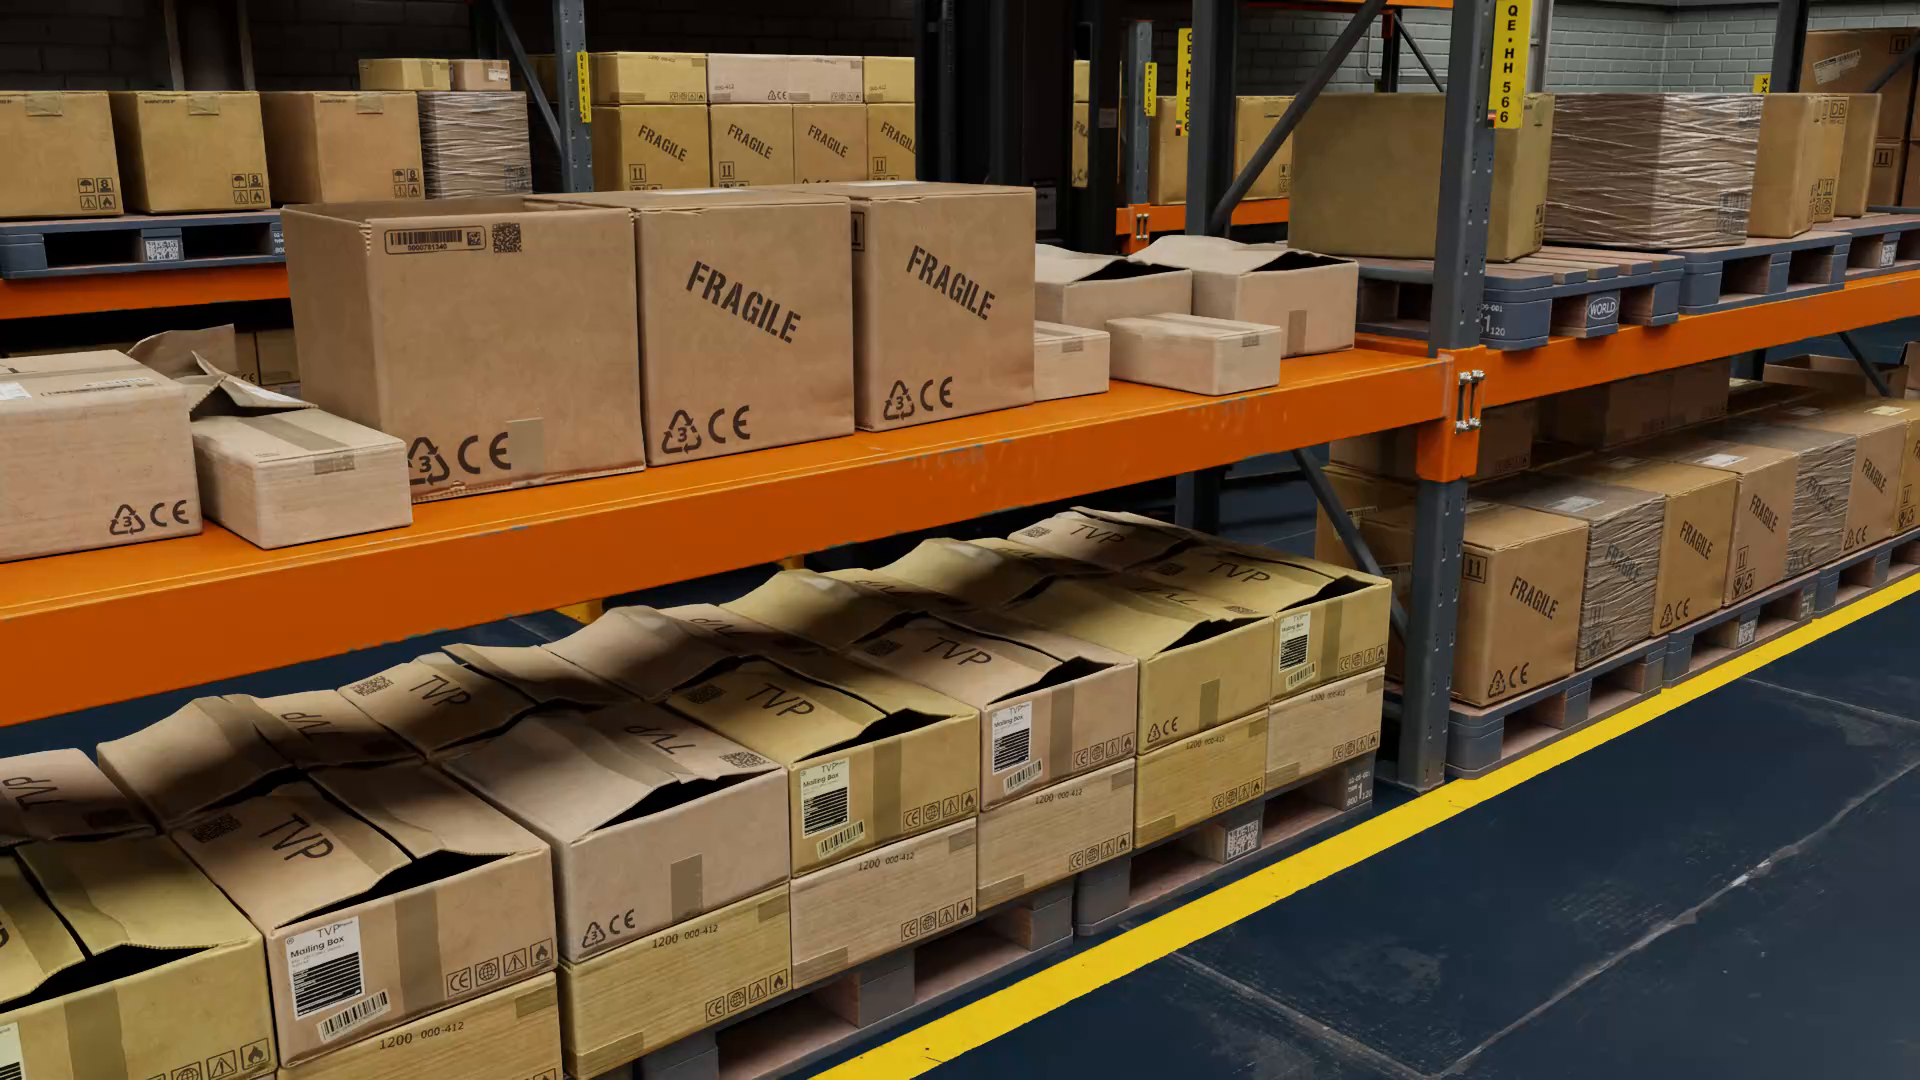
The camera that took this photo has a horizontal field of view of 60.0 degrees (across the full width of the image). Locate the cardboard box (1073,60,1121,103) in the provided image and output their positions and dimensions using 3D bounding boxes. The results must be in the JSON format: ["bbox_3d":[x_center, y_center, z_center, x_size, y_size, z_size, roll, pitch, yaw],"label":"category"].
[{"bbox_3d":[0.657,-2.876,10.441,0.500,0.250,0.500,-12,19,-38],"label":"cardboard box"}]

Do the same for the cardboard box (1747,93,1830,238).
[{"bbox_3d":[2.804,-1.417,6.234,0.700,0.500,0.500,10,18,33],"label":"cardboard box"}]

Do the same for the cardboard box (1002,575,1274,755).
[{"bbox_3d":[0.458,0.281,4.312,0.500,0.311,0.500,-13,20,-40],"label":"cardboard box"}]

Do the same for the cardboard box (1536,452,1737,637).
[{"bbox_3d":[2.383,0.001,5.926,0.500,0.500,0.500,-13,20,-40],"label":"cardboard box"}]

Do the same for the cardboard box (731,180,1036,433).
[{"bbox_3d":[-0.176,-0.560,3.840,0.500,0.500,0.500,-14,20,-42],"label":"cardboard box"}]

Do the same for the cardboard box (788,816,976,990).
[{"bbox_3d":[-0.312,0.723,3.744,0.500,0.250,0.500,-12,19,-38],"label":"cardboard box"}]

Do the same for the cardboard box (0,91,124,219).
[{"bbox_3d":[-3.884,-1.637,7.018,0.500,0.500,0.700,-10,18,-32],"label":"cardboard box"}]

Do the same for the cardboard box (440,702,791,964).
[{"bbox_3d":[-0.693,0.540,3.344,0.500,0.311,0.500,-14,20,-41],"label":"cardboard box"}]

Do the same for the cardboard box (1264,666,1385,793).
[{"bbox_3d":[0.842,0.463,4.719,0.500,0.250,0.500,-12,19,-38],"label":"cardboard box"}]

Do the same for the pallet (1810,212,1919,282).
[{"bbox_3d":[3.422,-1.270,7.064,1.213,0.211,1.003,-13,19,-39],"label":"pallet"}]

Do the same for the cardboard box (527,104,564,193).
[{"bbox_3d":[-1.992,-2.096,8.975,0.500,0.500,0.500,-12,19,-39],"label":"cardboard box"}]

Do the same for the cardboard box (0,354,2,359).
[{"bbox_3d":[-4.319,-0.656,6.930,0.500,0.250,0.500,-13,20,-41],"label":"cardboard box"}]

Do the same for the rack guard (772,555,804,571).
[{"bbox_3d":[-0.895,-0.024,7.357,0.087,0.250,0.587,-13,20,-41],"label":"rack guard"}]

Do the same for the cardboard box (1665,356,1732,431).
[{"bbox_3d":[2.817,-0.640,6.872,0.500,0.250,0.500,-13,19,-39],"label":"cardboard box"}]

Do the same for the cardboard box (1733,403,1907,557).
[{"bbox_3d":[3.534,-0.260,6.903,0.500,0.500,0.500,-13,19,-39],"label":"cardboard box"}]

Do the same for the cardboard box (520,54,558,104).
[{"bbox_3d":[-2.004,-2.454,8.863,0.500,0.250,0.500,-12,19,-38],"label":"cardboard box"}]

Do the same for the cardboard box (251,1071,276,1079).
[{"bbox_3d":[-1.472,0.984,2.768,0.500,0.250,0.500,-13,20,-41],"label":"cardboard box"}]

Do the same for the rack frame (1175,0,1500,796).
[{"bbox_3d":[1.079,-0.799,4.929,0.127,3.000,1.000,-13,19,-39],"label":"rack frame"}]

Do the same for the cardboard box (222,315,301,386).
[{"bbox_3d":[-3.156,-0.914,7.896,0.500,0.250,0.500,-12,19,-38],"label":"cardboard box"}]

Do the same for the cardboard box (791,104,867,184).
[{"bbox_3d":[-0.865,-2.168,9.244,0.500,0.500,0.500,-13,20,-40],"label":"cardboard box"}]

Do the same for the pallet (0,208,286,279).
[{"bbox_3d":[-3.642,-1.327,7.277,1.213,0.211,1.003,-13,19,-39],"label":"pallet"}]

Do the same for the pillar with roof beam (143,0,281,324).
[{"bbox_3d":[-0.898,-3.771,4.432,0.400,9.000,9.100,-13,19,-39],"label":"pillar with roof beam"}]

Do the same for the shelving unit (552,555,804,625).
[{"bbox_3d":[-1.261,-0.541,6.870,1.083,1.500,0.587,-13,20,-41],"label":"shelving unit"}]

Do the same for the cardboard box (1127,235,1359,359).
[{"bbox_3d":[0.776,-0.703,4.742,0.500,0.311,0.500,-11,19,-36],"label":"cardboard box"}]

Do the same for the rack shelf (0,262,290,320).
[{"bbox_3d":[-3.684,-1.077,7.362,4.000,0.370,1.077,-13,19,-39],"label":"rack shelf"}]

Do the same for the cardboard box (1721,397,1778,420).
[{"bbox_3d":[3.176,-0.355,7.256,0.500,0.500,0.500,-12,19,-39],"label":"cardboard box"}]

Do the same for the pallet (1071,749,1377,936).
[{"bbox_3d":[0.432,0.680,4.796,1.213,0.211,1.003,-13,19,-39],"label":"pallet"}]

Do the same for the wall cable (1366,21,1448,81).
[{"bbox_3d":[4.204,-4.010,14.981,1.851,1.984,0.084,-13,19,-39],"label":"wall cable"}]

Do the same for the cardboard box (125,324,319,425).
[{"bbox_3d":[-1.396,-0.241,3.101,0.258,0.266,0.396,-13,20,-41],"label":"cardboard box"}]

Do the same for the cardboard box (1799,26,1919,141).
[{"bbox_3d":[4.308,-2.144,7.834,0.500,0.500,0.500,-13,19,-39],"label":"cardboard box"}]

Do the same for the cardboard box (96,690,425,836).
[{"bbox_3d":[-1.433,0.519,3.421,0.500,0.311,0.500,-12,19,-38],"label":"cardboard box"}]

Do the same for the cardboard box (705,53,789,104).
[{"bbox_3d":[-1.259,-2.445,8.828,0.500,0.250,0.500,-13,20,-40],"label":"cardboard box"}]

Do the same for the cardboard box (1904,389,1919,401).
[{"bbox_3d":[4.906,-0.669,8.800,0.500,0.311,0.500,-13,19,-39],"label":"cardboard box"}]

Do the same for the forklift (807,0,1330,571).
[{"bbox_3d":[0.606,-1.499,7.684,3.031,2.935,1.130,-7,17,-26],"label":"forklift"}]

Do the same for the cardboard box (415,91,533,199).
[{"bbox_3d":[-2.524,-1.942,8.162,0.700,0.500,0.500,13,20,40],"label":"cardboard box"}]

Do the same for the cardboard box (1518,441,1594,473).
[{"bbox_3d":[2.021,-0.096,6.287,0.500,0.500,0.500,-14,20,-41],"label":"cardboard box"}]

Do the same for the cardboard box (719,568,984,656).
[{"bbox_3d":[-0.286,0.264,4.378,0.500,0.311,0.500,-13,20,-41],"label":"cardboard box"}]

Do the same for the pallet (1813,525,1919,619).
[{"bbox_3d":[3.508,0.016,7.283,1.213,0.211,1.003,-13,19,-39],"label":"pallet"}]

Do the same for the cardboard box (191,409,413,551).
[{"bbox_3d":[-1.136,-0.110,2.838,0.250,0.149,0.380,-13,19,-39],"label":"cardboard box"}]

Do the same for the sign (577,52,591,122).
[{"bbox_3d":[-1.812,-2.180,8.009,0.005,0.325,0.100,-13,19,-39],"label":"sign"}]

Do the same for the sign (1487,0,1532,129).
[{"bbox_3d":[1.446,-1.251,4.378,0.005,0.325,0.100,-13,19,-39],"label":"sign"}]

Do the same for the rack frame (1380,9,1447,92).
[{"bbox_3d":[3.859,-3.118,13.611,0.127,3.000,1.000,-13,19,-39],"label":"rack frame"}]
